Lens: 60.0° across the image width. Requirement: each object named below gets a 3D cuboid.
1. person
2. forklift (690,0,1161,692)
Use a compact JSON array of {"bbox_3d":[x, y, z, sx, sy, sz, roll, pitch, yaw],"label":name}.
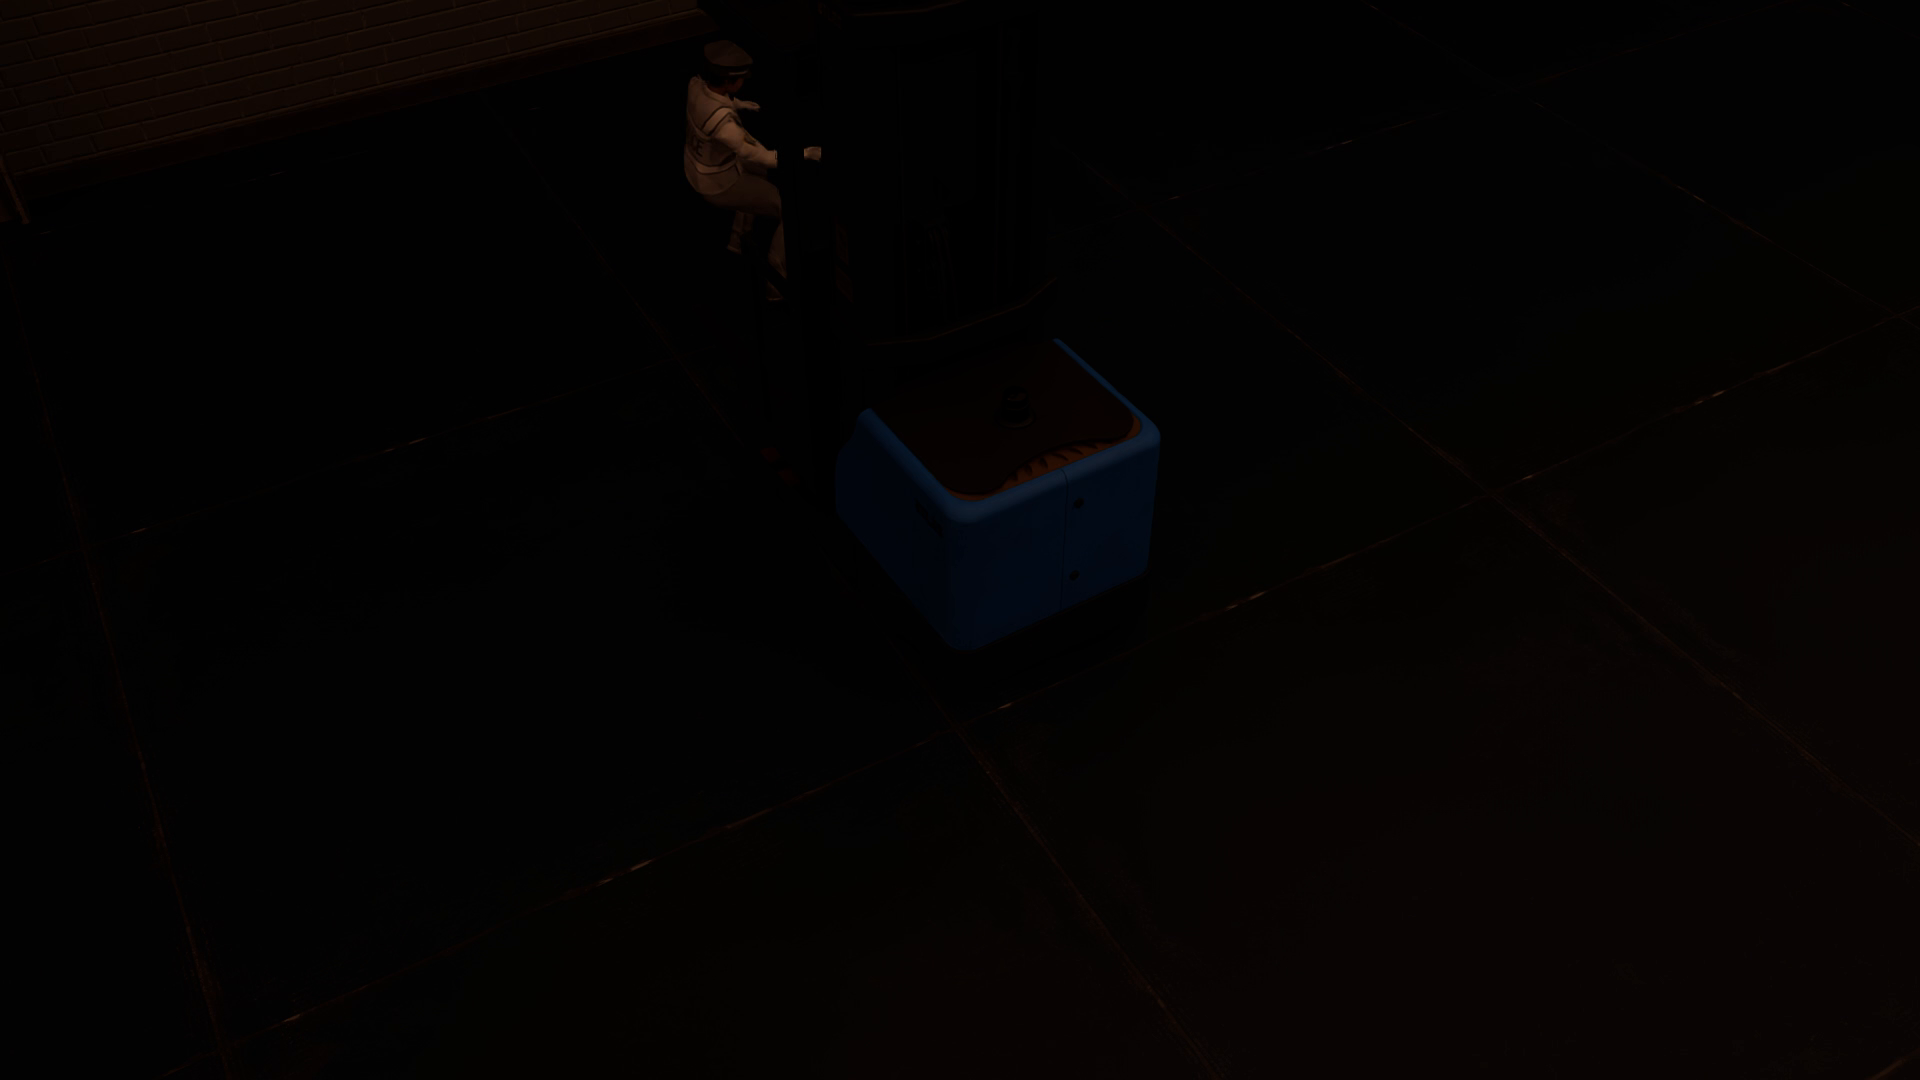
[{"bbox_3d":[-1.103,-2.033,8.920,0.716,1.426,0.799,-19,46,-20],"label":"person"},{"bbox_3d":[-0.364,-1.411,7.219,1.130,2.935,3.031,-23,47,-23],"label":"forklift"}]
